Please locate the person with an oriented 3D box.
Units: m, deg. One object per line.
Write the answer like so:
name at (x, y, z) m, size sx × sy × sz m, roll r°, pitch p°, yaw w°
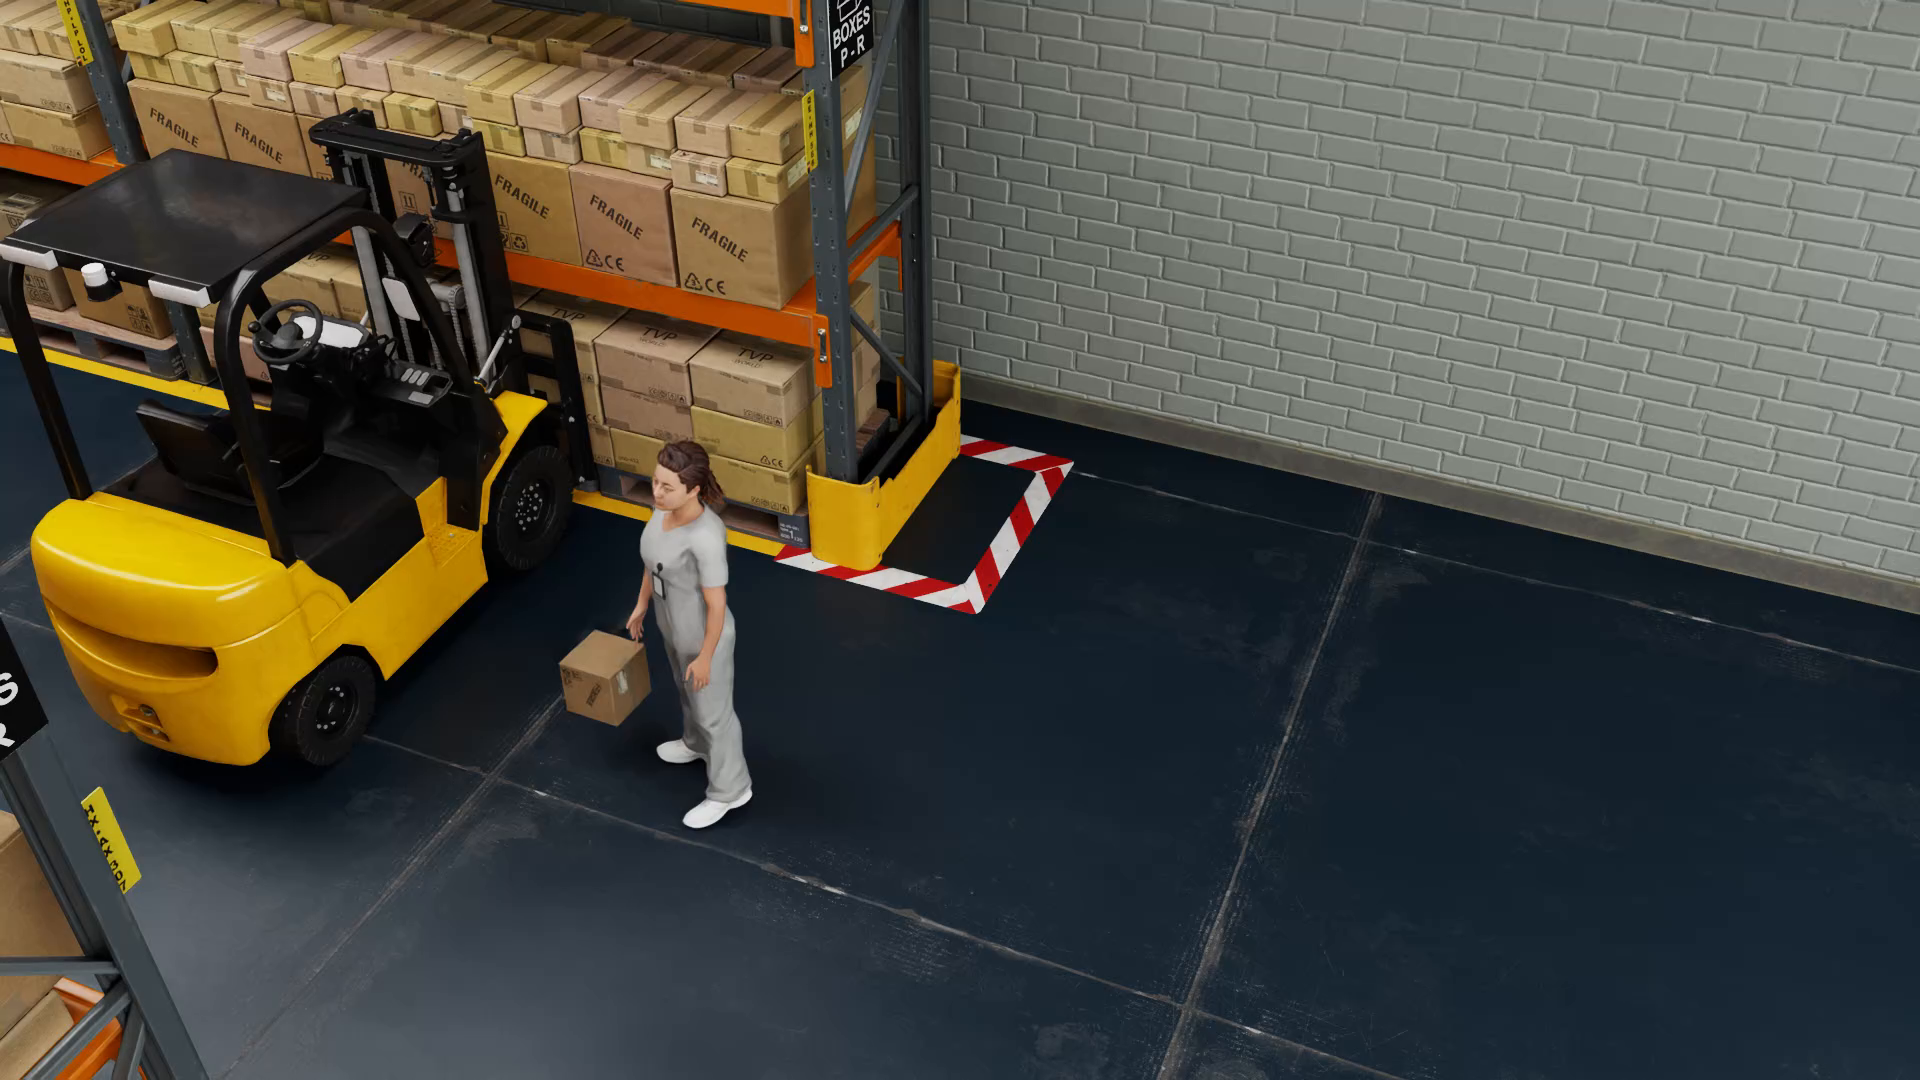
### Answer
person at (-1.035, 0.334, 6.354) m, size 0.396 × 1.681 × 0.540 m, roll -21°, pitch 43°, yaw -25°
